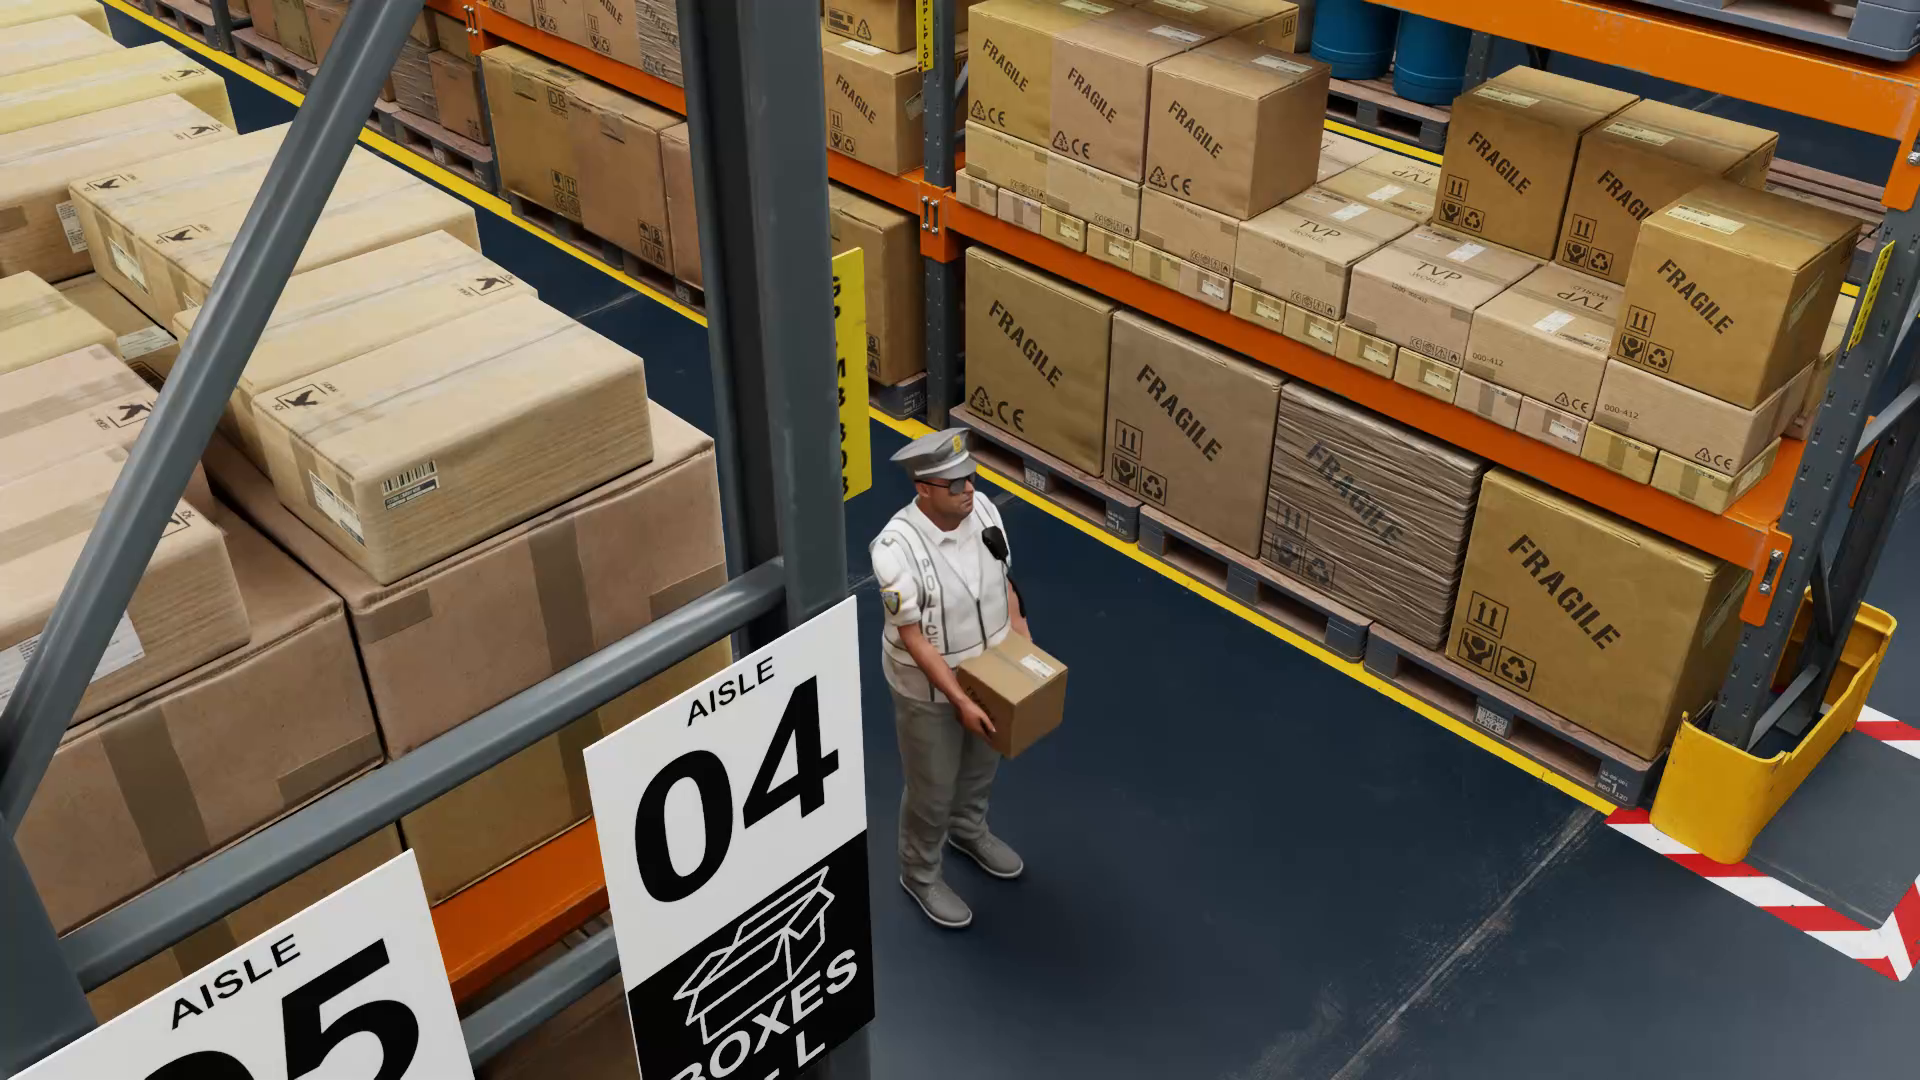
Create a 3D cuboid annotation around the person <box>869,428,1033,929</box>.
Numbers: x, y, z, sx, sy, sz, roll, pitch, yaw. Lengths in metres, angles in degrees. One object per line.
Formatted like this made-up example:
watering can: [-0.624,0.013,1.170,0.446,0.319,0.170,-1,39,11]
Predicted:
person: [0.015,0.451,5.470,0.546,1.784,0.524,30,45,35]
